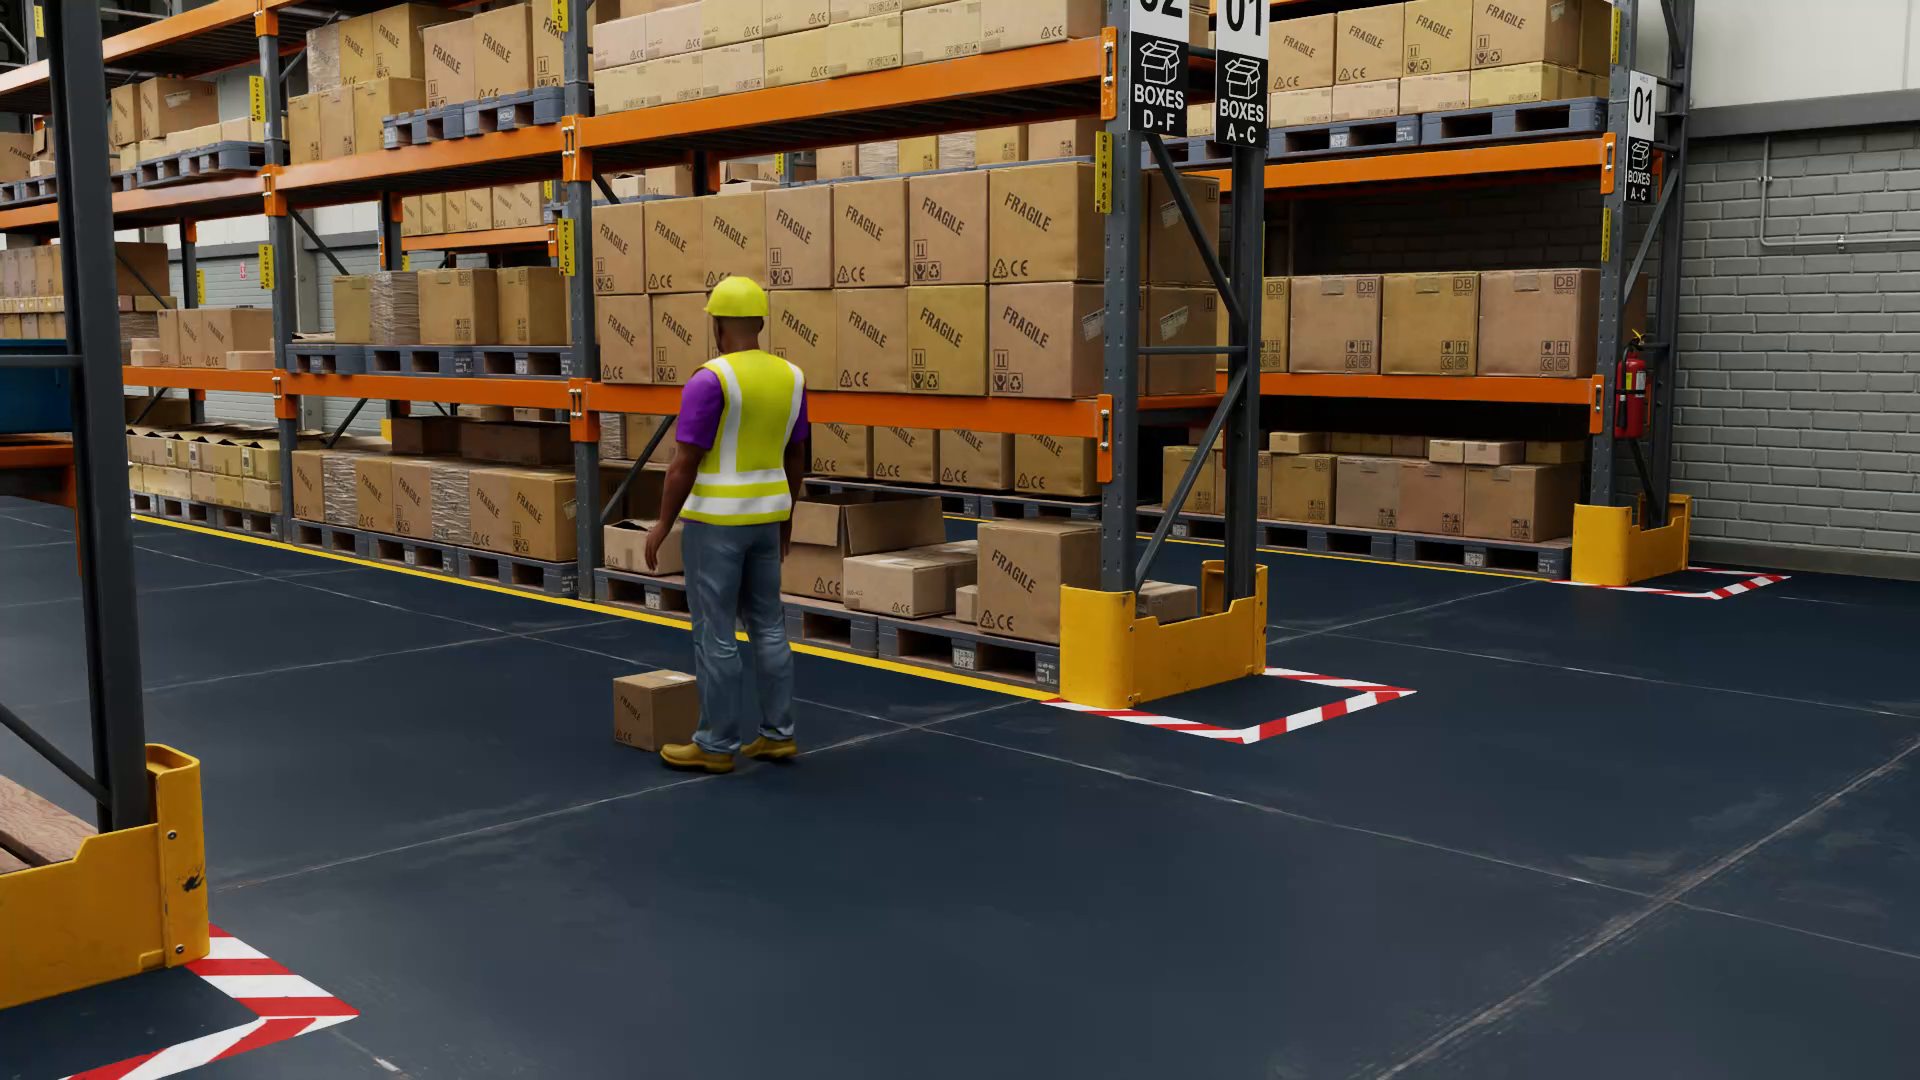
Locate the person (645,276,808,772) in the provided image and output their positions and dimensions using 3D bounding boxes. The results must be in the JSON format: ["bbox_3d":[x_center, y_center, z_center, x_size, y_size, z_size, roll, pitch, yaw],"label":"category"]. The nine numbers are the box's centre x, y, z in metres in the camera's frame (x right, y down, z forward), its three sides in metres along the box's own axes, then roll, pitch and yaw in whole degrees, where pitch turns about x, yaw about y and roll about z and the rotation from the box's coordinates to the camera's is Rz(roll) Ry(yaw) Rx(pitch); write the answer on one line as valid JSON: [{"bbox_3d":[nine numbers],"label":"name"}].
[{"bbox_3d":[-0.837,-0.044,6.041,0.403,1.804,0.631,6,9,38],"label":"person"}]
